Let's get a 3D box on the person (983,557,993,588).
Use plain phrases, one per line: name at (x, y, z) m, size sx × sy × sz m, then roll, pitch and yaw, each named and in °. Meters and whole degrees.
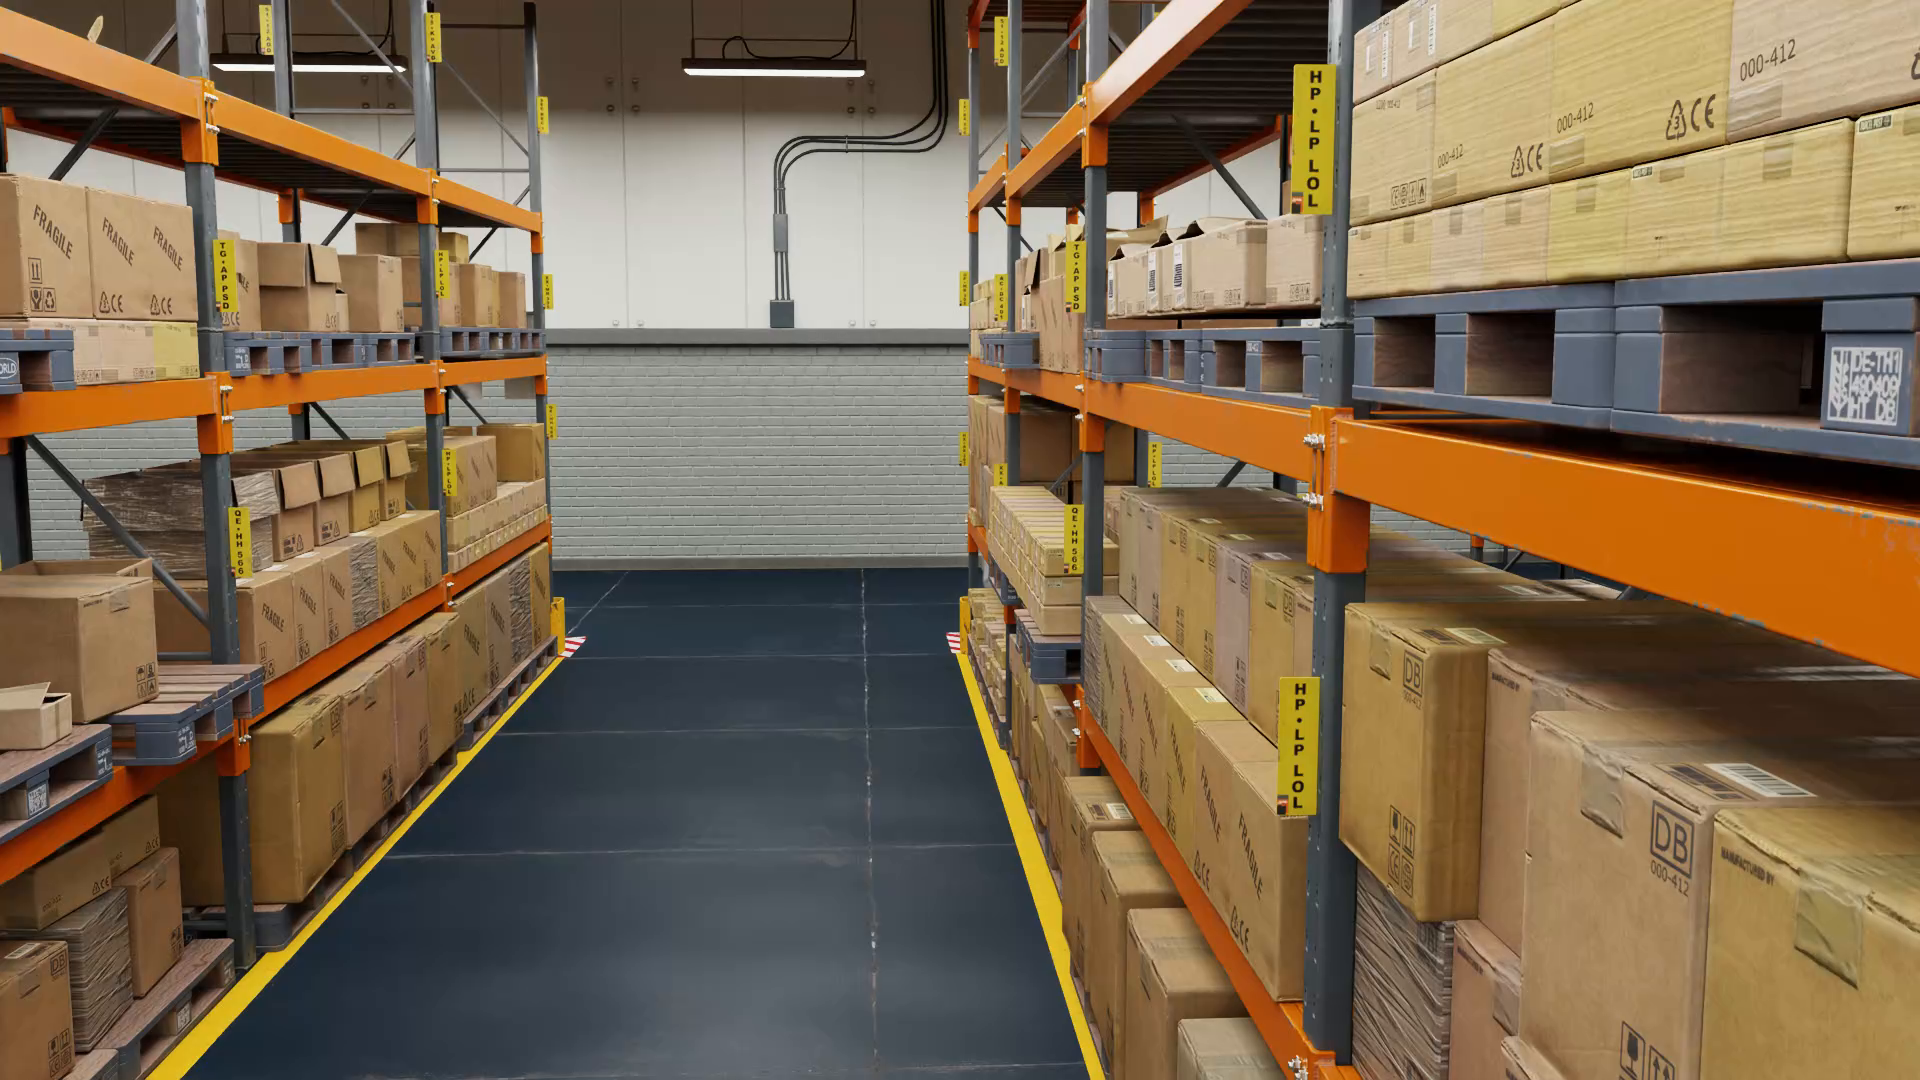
person at (0.477, 0.111, 17.632) m, size 0.486 × 1.493 × 0.554 m, roll 0°, pitch 7°, yaw -3°
